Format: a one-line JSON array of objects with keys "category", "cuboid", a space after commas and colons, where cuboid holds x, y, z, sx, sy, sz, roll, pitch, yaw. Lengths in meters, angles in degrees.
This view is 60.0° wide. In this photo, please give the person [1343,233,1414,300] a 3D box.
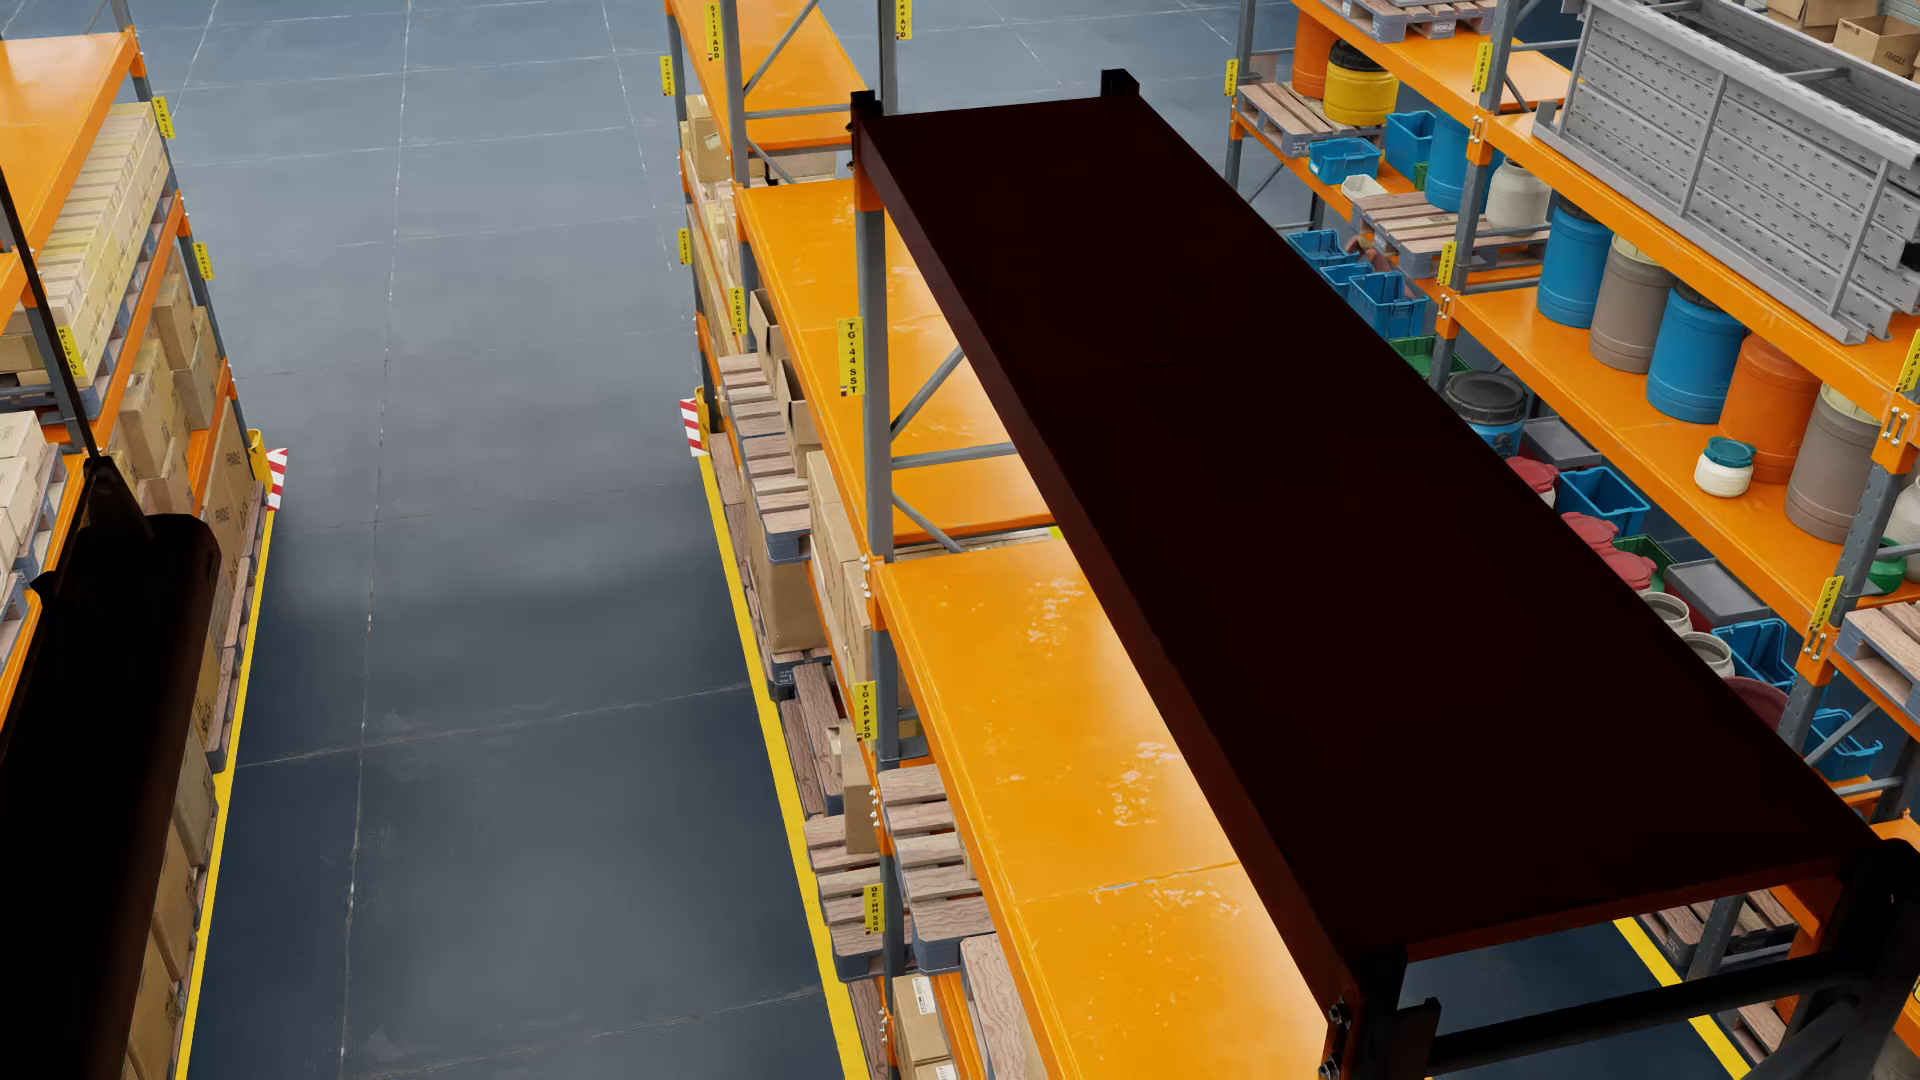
[{"category": "person", "cuboid": [4.247, -3.113, 17.216, 1.110, 1.606, 0.462, 1, 34, 2]}]

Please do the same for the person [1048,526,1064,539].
[{"category": "person", "cuboid": [0.636, 0.226, 11.978, 0.653, 1.726, 0.698, -12, 36, -17]}]
